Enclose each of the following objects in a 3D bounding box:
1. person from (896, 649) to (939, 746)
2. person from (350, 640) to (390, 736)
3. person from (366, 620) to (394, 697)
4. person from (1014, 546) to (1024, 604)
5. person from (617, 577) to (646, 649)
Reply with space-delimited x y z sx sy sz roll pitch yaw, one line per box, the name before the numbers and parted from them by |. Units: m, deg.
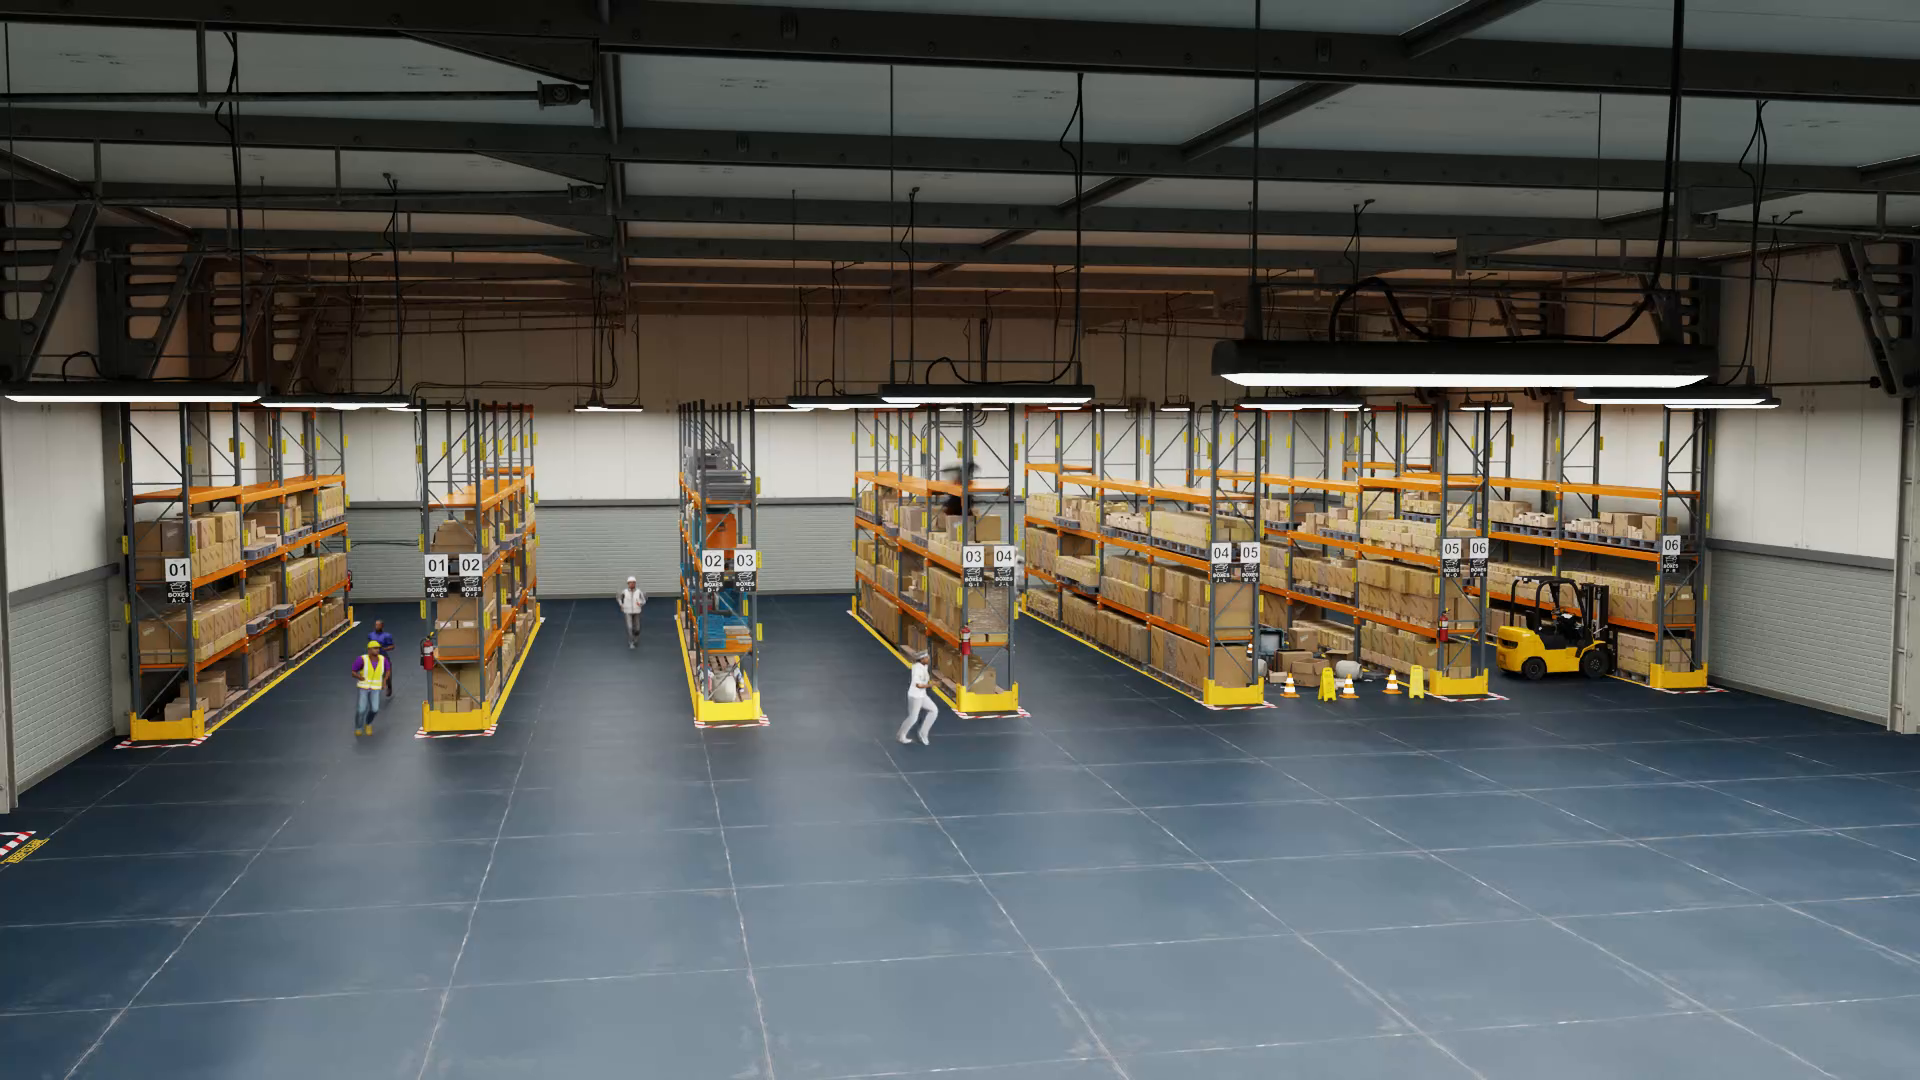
person | -0.722 2.717 28.711 0.805 1.688 0.602 1 4 14
person | -10.455 2.639 29.562 0.703 1.708 0.598 -2 5 -26
person | -11.518 2.393 33.009 0.581 1.635 0.932 -1 4 -8
person | 1.635 1.109 49.560 0.722 1.839 0.697 -3 5 -37
person | -8.042 1.776 40.770 0.669 1.744 0.860 -1 4 -16
